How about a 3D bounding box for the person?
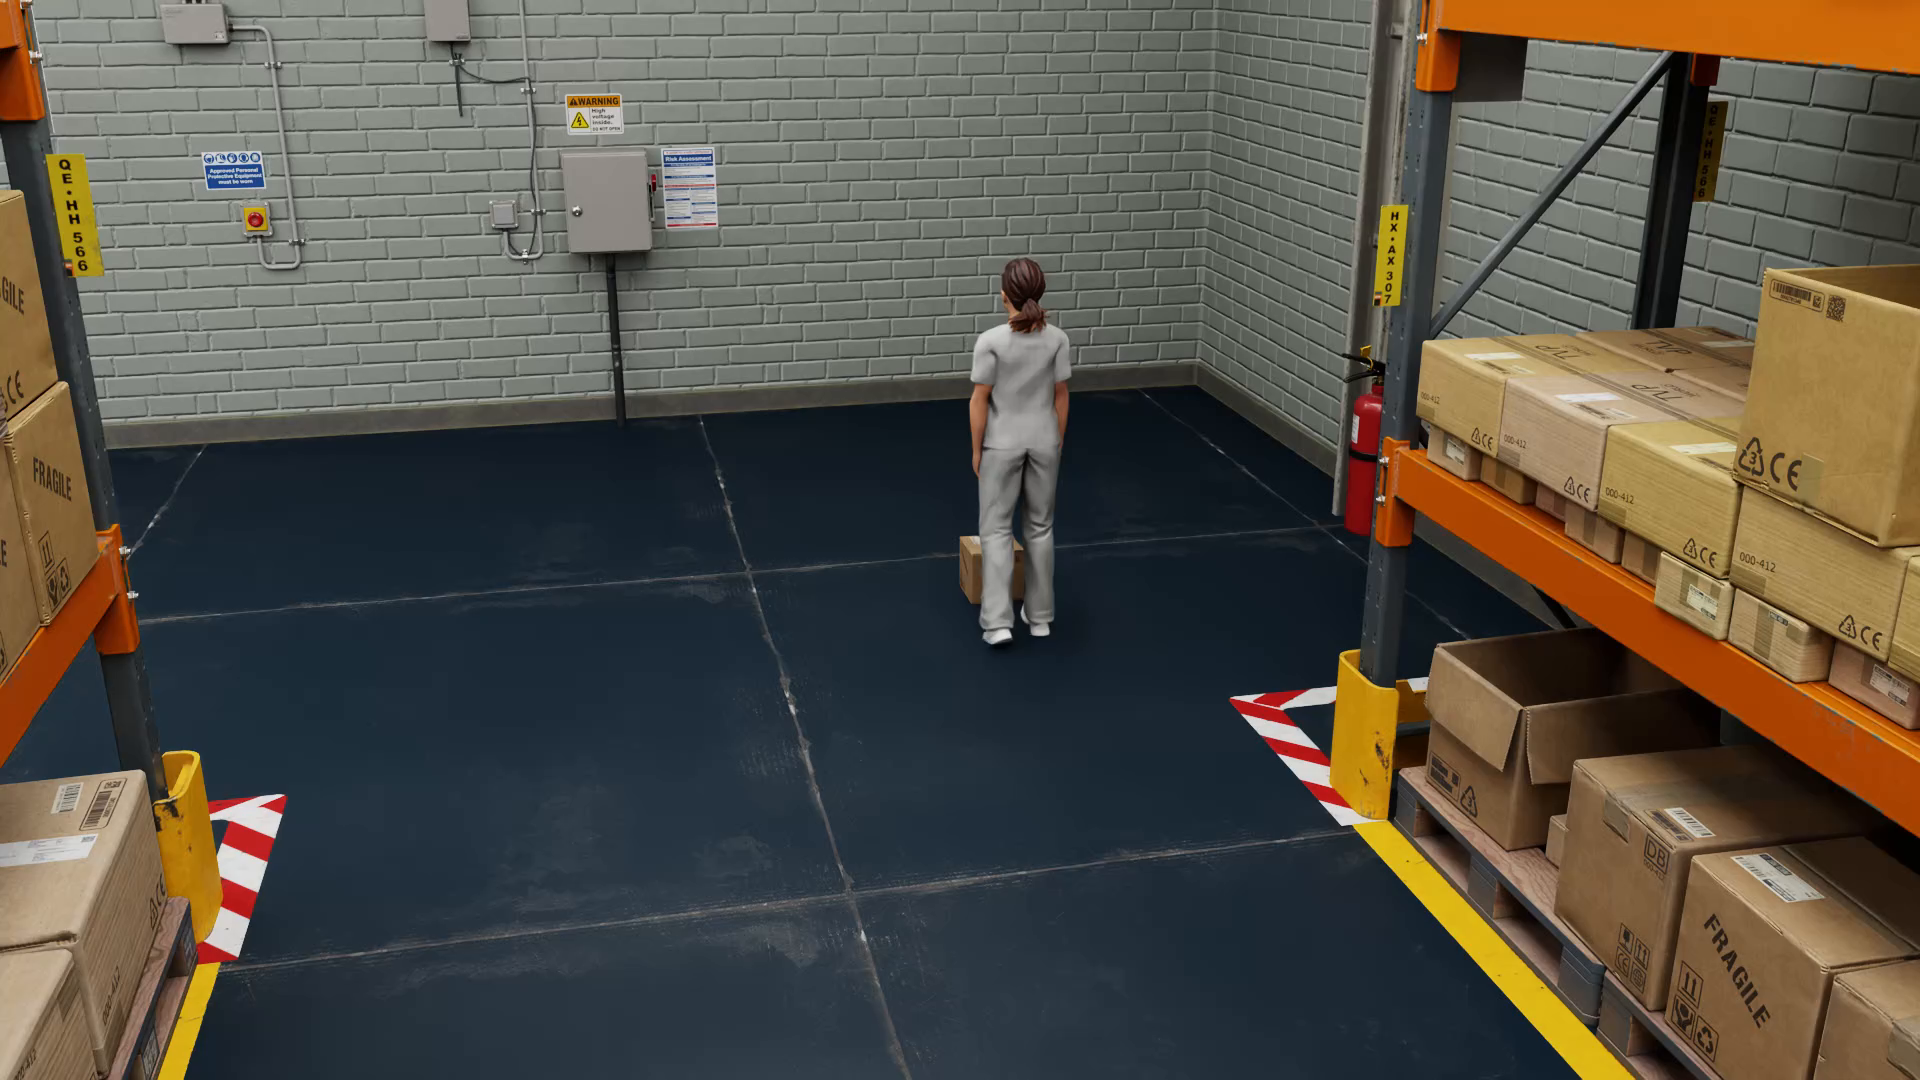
[{"bbox_3d":[0.251,-0.346,7.145,0.440,1.733,0.408,-4,20,-11],"label":"person"}]
